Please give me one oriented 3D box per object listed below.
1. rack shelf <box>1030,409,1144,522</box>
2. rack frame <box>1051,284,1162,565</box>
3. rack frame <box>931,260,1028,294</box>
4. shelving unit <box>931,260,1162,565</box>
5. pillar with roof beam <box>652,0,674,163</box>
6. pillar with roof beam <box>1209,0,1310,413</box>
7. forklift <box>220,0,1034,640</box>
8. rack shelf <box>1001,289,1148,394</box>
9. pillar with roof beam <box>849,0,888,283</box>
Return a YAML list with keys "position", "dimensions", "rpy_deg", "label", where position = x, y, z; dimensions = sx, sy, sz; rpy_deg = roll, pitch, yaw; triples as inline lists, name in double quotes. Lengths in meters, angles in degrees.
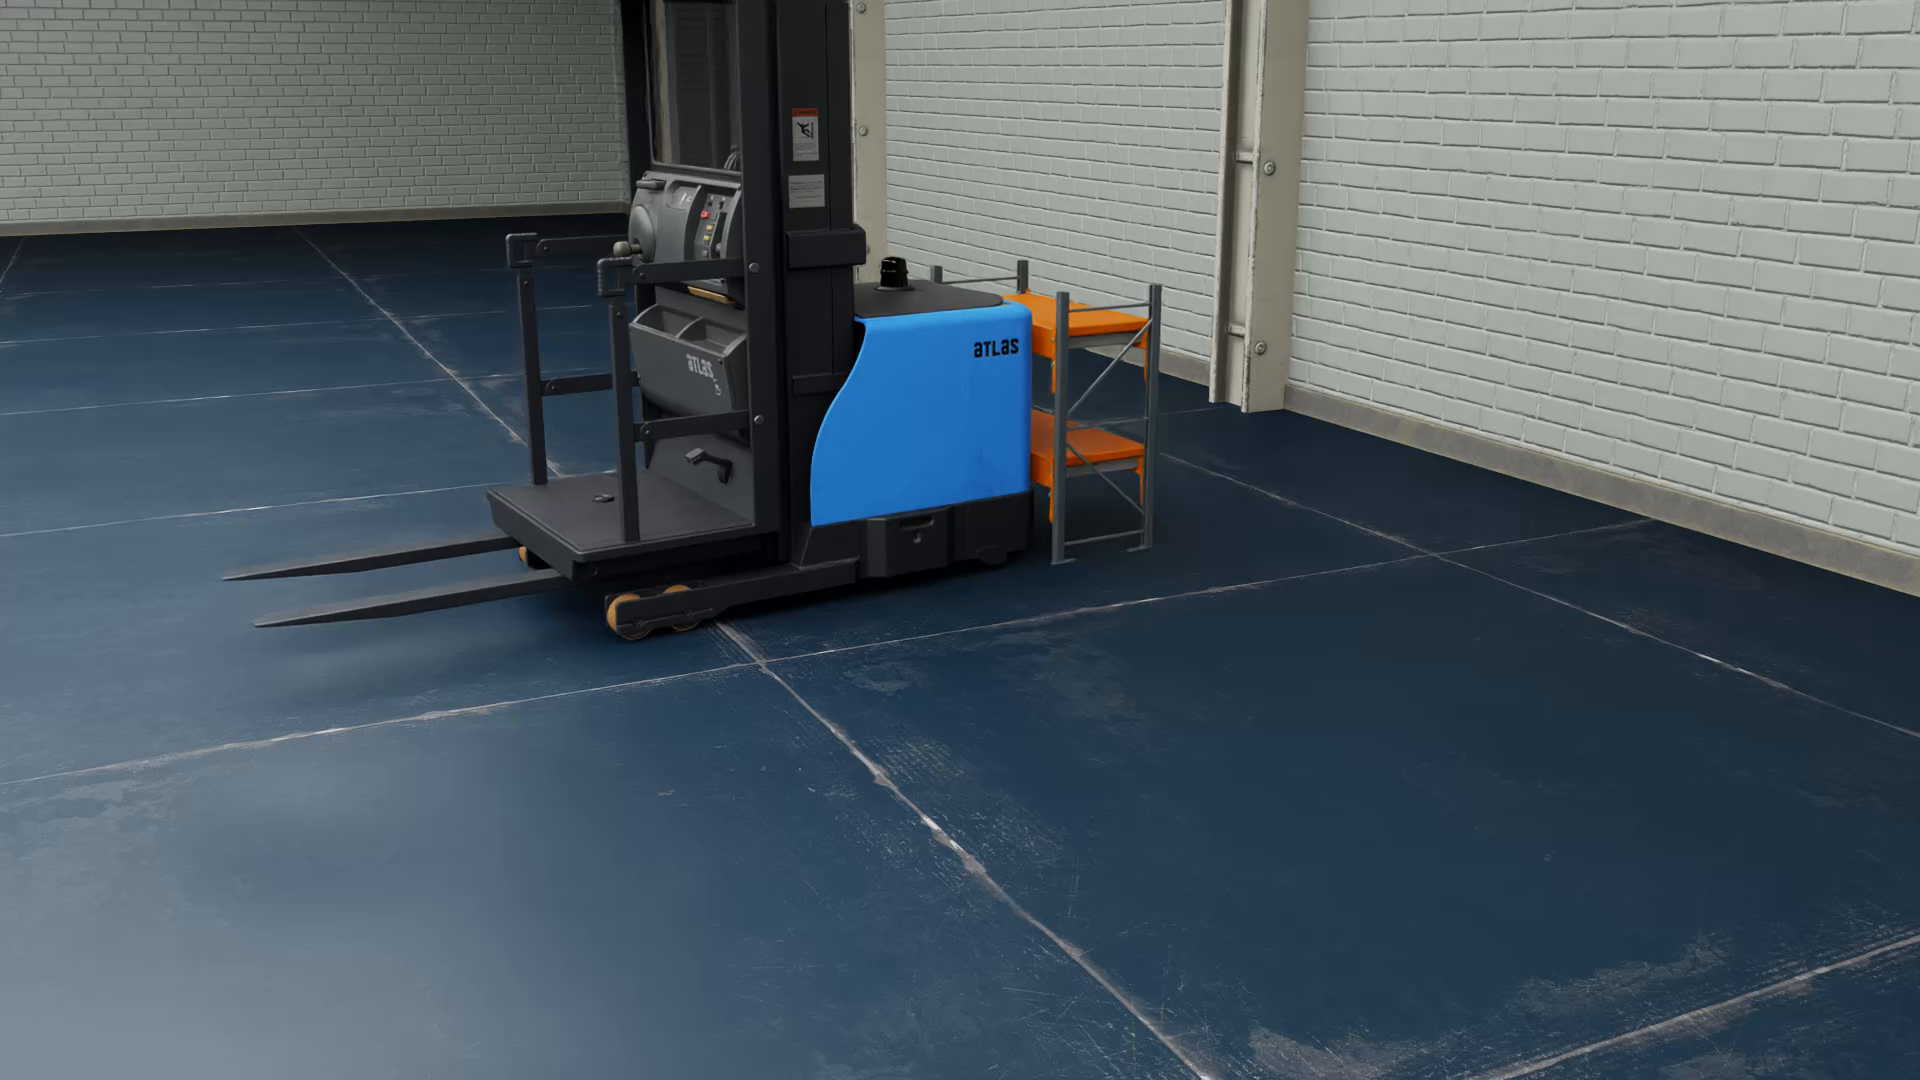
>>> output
- position: [0.347, -0.361, 7.355]
  dimensions: [0.538, 0.278, 1.000]
  rpy_deg: [-9, 18, -29]
  label: "rack shelf"
- position: [0.605, -0.475, 6.867]
  dimensions: [0.500, 1.125, 0.032]
  rpy_deg: [-9, 18, -29]
  label: "rack frame"
- position: [0.091, -0.718, 7.710]
  dimensions: [0.500, 1.125, 0.032]
  rpy_deg: [-9, 18, -29]
  label: "rack frame"
- position: [0.348, -0.597, 7.288]
  dimensions: [0.538, 1.125, 1.048]
  rpy_deg: [-9, 18, -29]
  label: "shelving unit"
- position: [-7.375, -7.605, 17.437]
  dimensions: [9.100, 9.000, 0.400]
  rpy_deg: [-8, 18, -25]
  label: "pillar with roof beam"
- position: [-2.118, -4.629, 7.069]
  dimensions: [9.100, 9.000, 0.400]
  rpy_deg: [-8, 18, -25]
  label: "pillar with roof beam"
- position: [-1.214, -1.213, 6.165]
  dimensions: [3.031, 2.935, 1.130]
  rpy_deg: [-10, 19, -31]
  label: "forklift"
- position: [0.348, -0.878, 7.208]
  dimensions: [0.538, 0.278, 1.000]
  rpy_deg: [-9, 18, -29]
  label: "rack shelf"
- position: [-4.746, -6.117, 12.253]
  dimensions: [9.100, 9.000, 0.400]
  rpy_deg: [-8, 18, -25]
  label: "pillar with roof beam"
